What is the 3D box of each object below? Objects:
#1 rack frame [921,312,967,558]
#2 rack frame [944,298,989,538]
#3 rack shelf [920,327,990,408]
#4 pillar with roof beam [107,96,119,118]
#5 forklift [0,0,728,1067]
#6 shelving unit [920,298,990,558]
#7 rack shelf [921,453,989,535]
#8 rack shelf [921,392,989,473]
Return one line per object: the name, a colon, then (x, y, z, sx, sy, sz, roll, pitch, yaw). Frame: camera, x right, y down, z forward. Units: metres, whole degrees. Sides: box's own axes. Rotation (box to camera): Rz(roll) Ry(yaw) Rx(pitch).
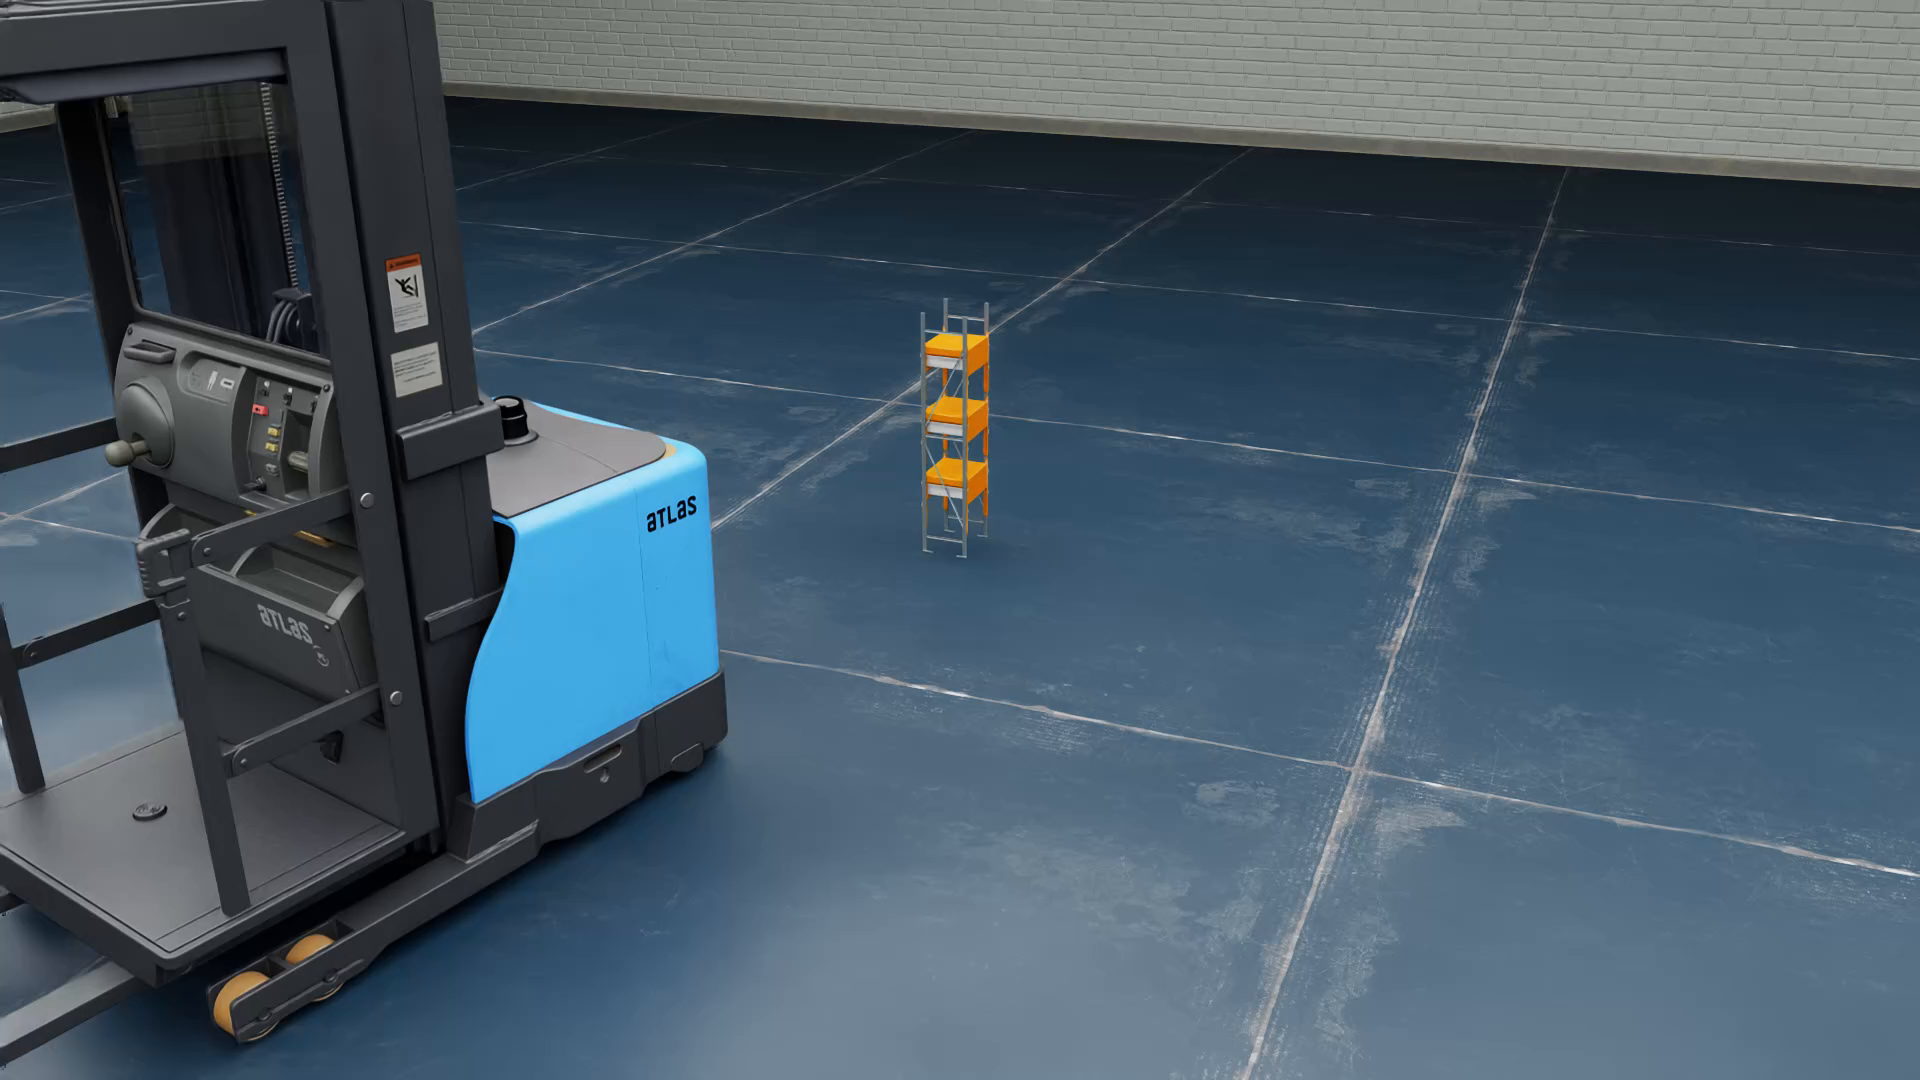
rack frame: (-0.065, -0.422, 6.897, 0.200, 1.050, 0.008, 9, 24, 20)
rack frame: (0.025, -0.509, 7.106, 0.200, 1.050, 0.008, 9, 24, 20)
rack shelf: (-0.020, -0.717, 6.897, 0.215, 0.259, 0.240, 9, 24, 20)
pillar with roof beam: (-5.585, -8.197, 15.198, 9.100, 9.000, 0.400, 9, 24, 20)
forklift: (-2.039, -0.297, 4.159, 1.130, 2.935, 3.031, 15, 27, 33)
shelving unit: (-0.020, -0.465, 7.002, 0.215, 1.050, 0.252, 9, 24, 20)
rack shelf: (-0.020, -0.199, 7.113, 0.215, 0.259, 0.240, 9, 24, 20)
rack shelf: (-0.020, -0.456, 7.006, 0.215, 0.259, 0.240, 9, 24, 20)
